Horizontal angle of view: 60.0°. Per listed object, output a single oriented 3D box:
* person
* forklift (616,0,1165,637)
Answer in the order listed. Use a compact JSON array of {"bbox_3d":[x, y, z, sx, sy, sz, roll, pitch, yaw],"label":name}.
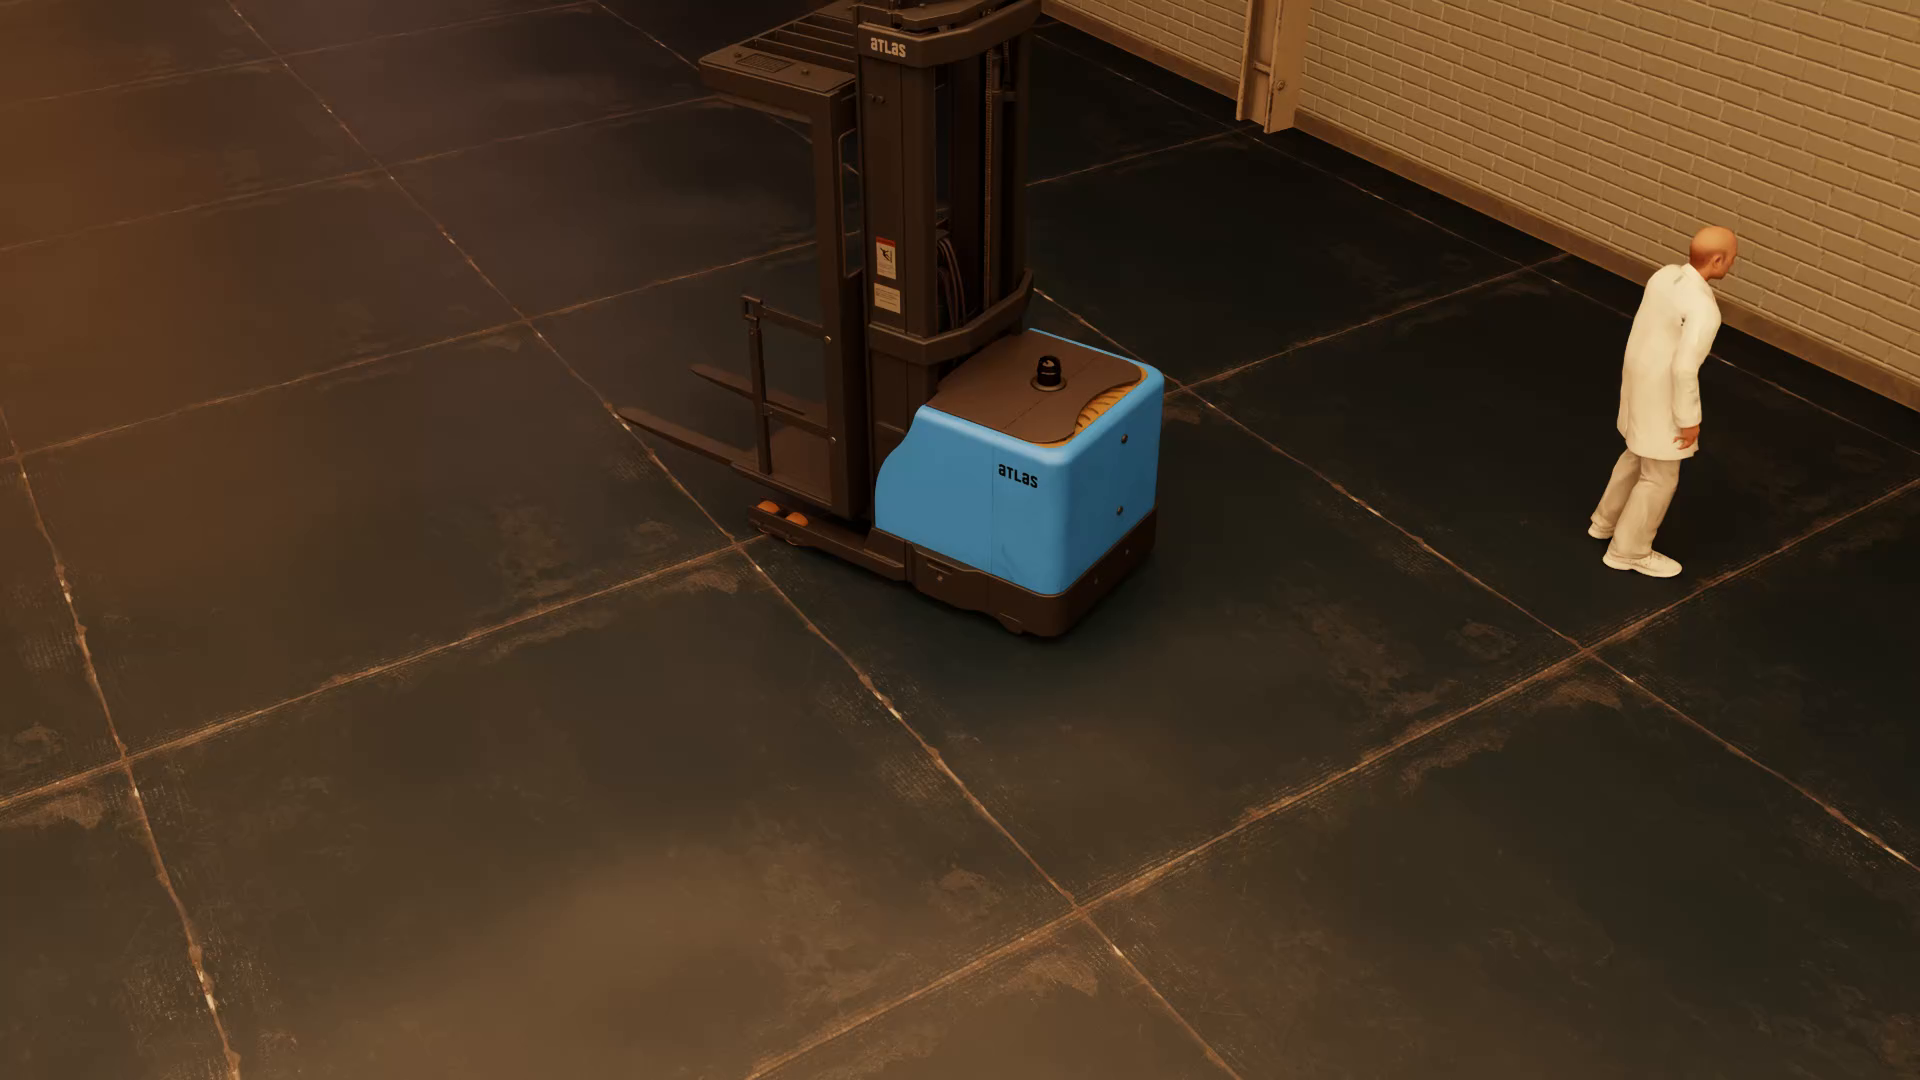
[{"bbox_3d":[3.454,-0.700,8.152,0.436,1.772,0.647,-1,35,-1],"label":"person"},{"bbox_3d":[-0.500,-1.399,8.138,3.031,2.935,1.130,22,41,28],"label":"forklift"}]
